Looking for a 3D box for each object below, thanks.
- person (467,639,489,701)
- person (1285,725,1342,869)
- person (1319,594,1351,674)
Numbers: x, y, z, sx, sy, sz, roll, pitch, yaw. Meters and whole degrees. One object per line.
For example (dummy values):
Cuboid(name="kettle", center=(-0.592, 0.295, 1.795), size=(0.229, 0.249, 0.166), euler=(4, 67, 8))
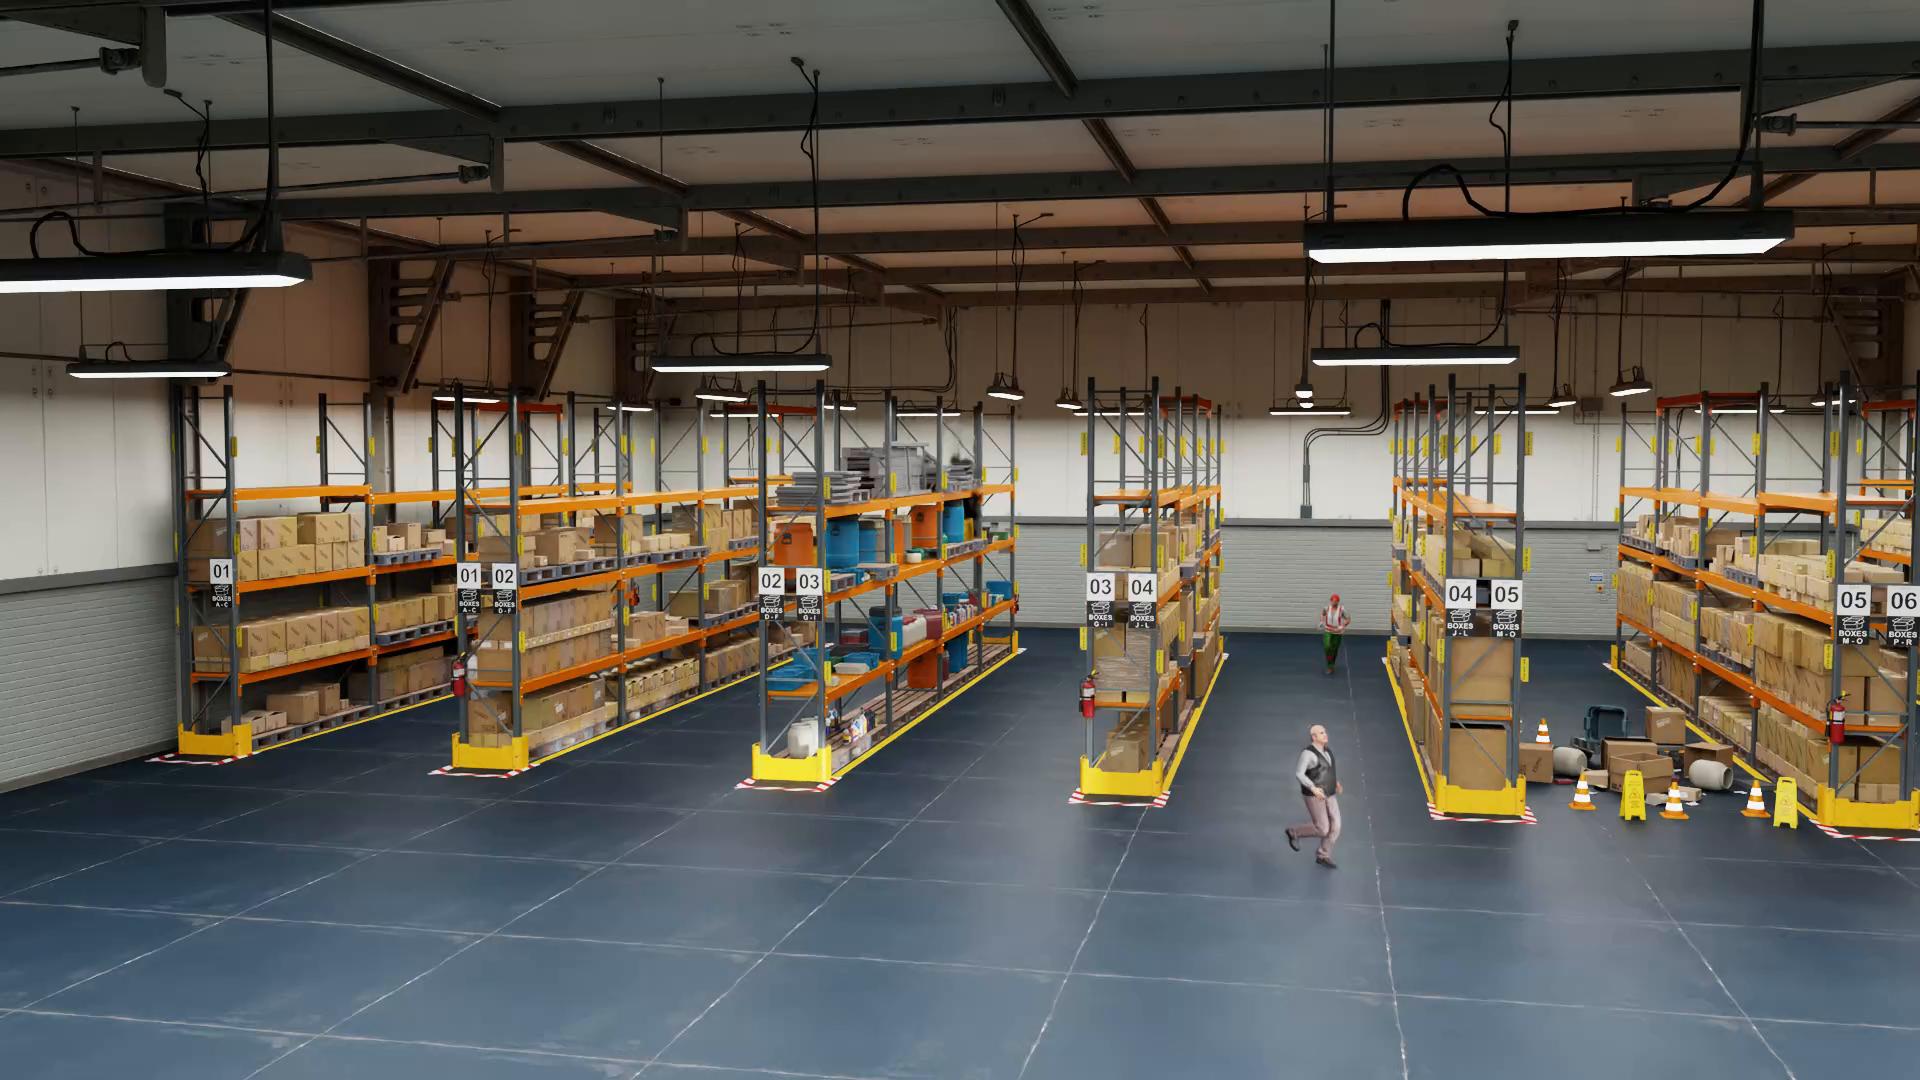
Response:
Cuboid(name="person", center=(-8.407, 2.565, 28.961), size=(0.580, 1.680, 0.685), euler=(0, 3, 7))
Cuboid(name="person", center=(4.266, 3.058, 19.951), size=(0.673, 1.692, 0.659), euler=(-3, 4, -43))
Cuboid(name="person", center=(8.341, 2.075, 36.937), size=(0.681, 1.806, 0.837), euler=(1, 3, 22))
